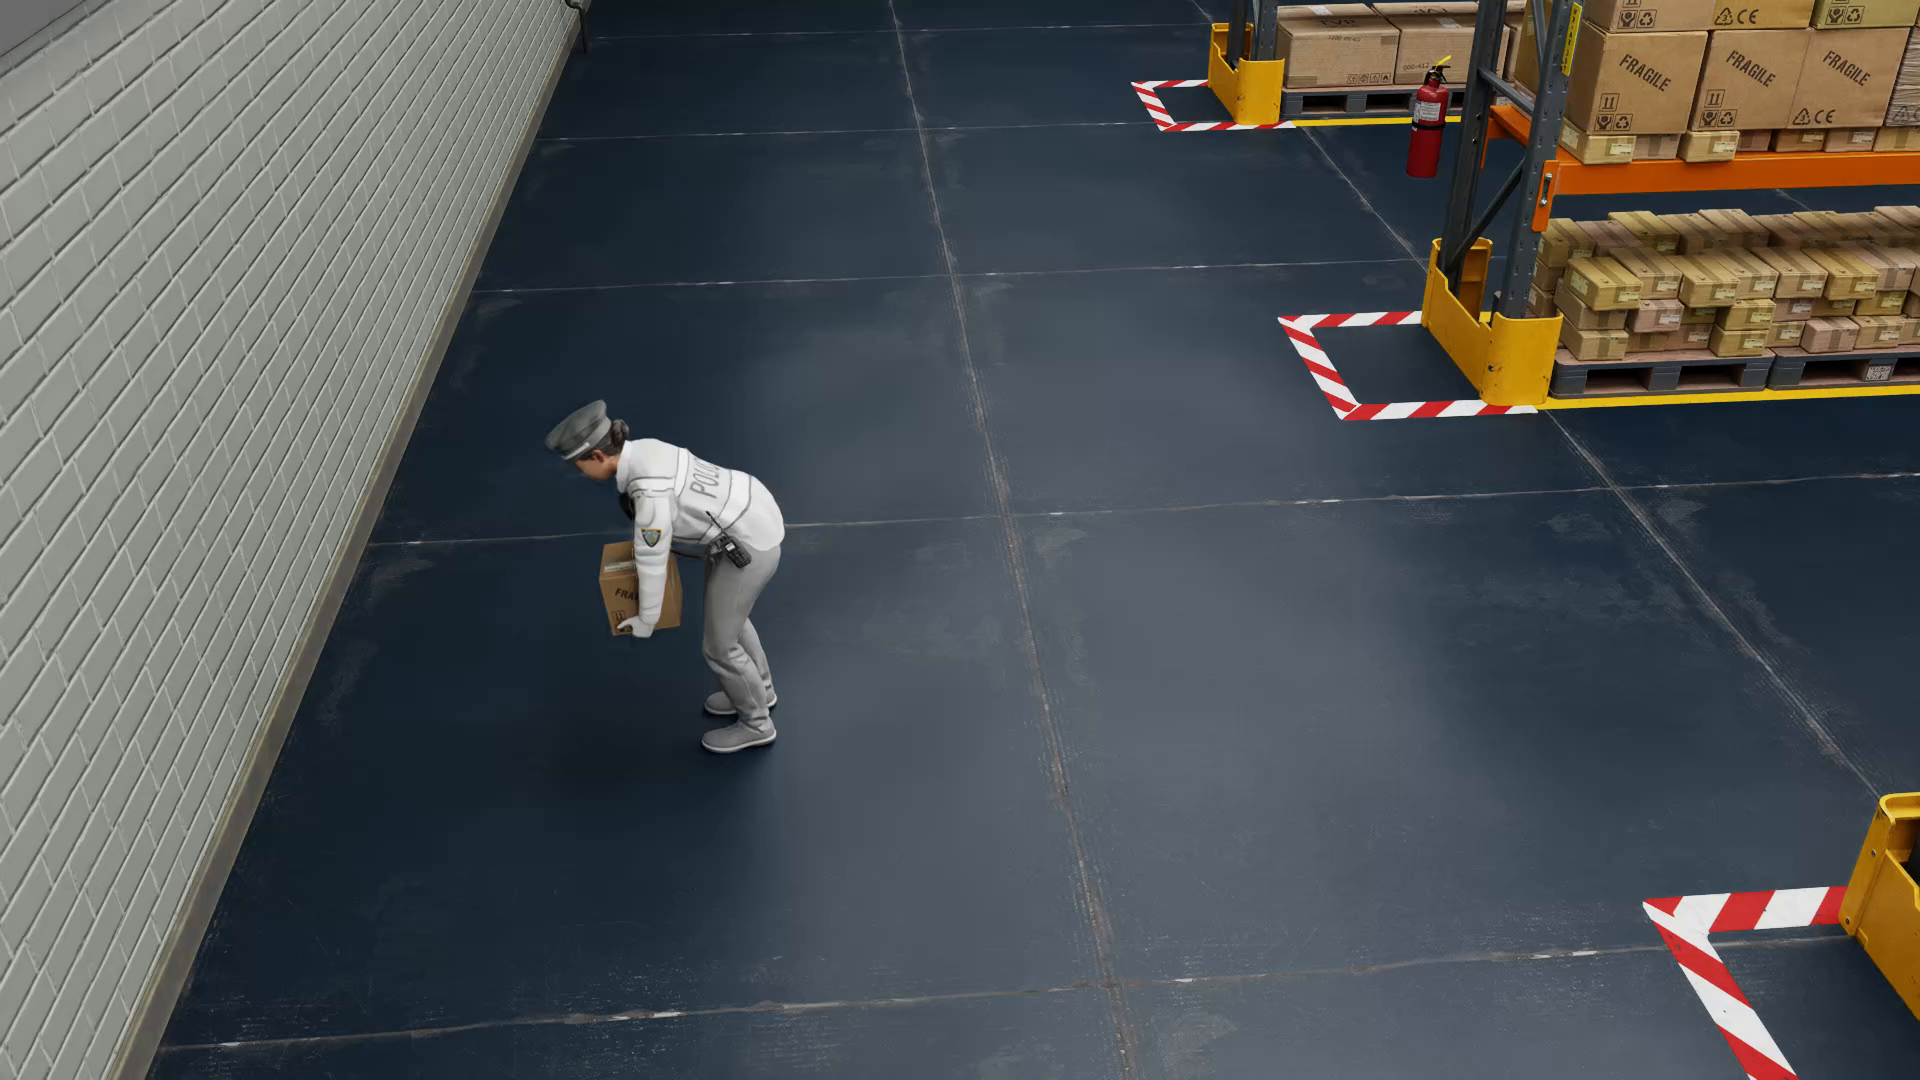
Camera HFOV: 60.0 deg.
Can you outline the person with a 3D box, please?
[{"bbox_3d":[-1.047,0.134,6.148,0.814,1.427,0.408,-3,31,-6],"label":"person"}]
